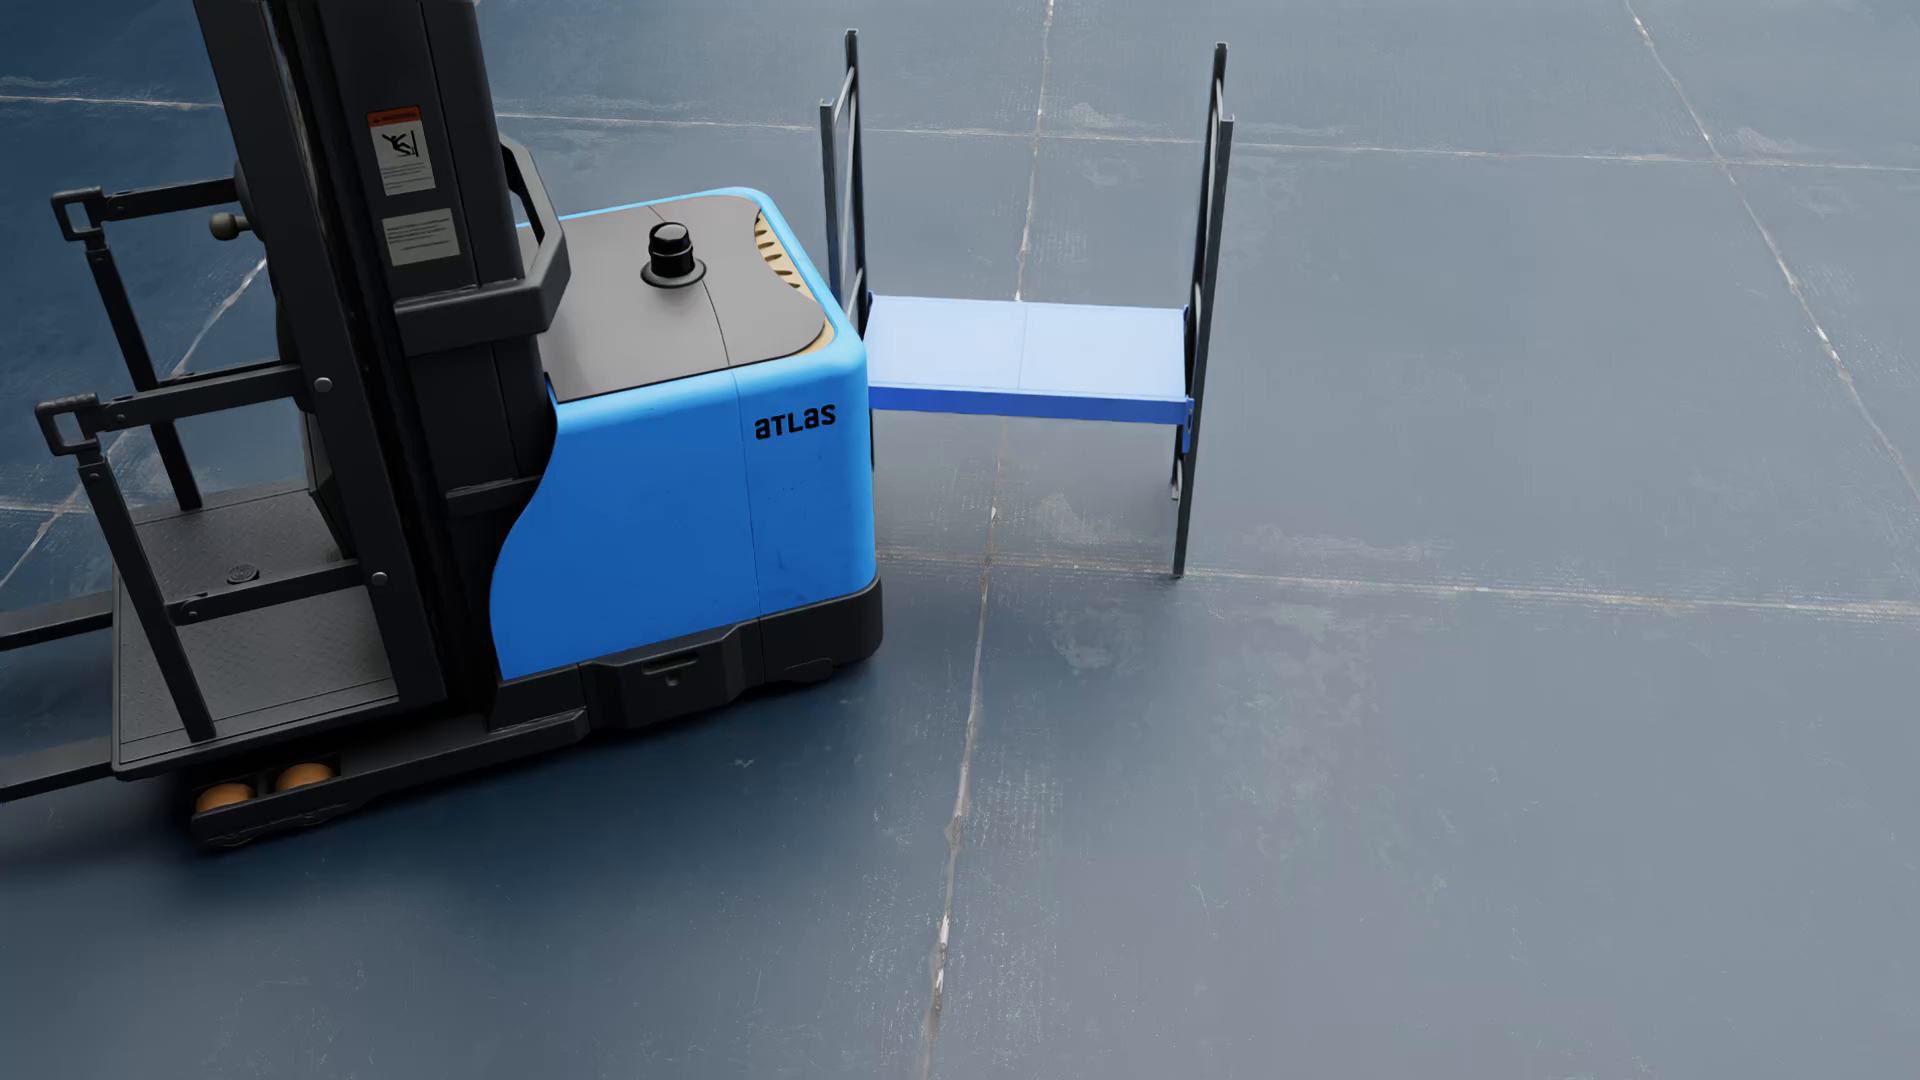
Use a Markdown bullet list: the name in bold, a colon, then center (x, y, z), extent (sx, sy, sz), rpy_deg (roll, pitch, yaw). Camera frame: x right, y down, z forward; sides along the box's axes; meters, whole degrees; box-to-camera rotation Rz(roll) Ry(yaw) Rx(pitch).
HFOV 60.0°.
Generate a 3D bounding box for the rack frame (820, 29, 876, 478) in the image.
- **rack frame**: center (-0.321, -0.681, 4.898), extent (0.032, 1.500, 0.500), rpy_deg (3, 39, 4)

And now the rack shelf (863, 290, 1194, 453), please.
- **rack shelf**: center (0.186, -0.513, 4.977), extent (1.000, 0.185, 0.538), rpy_deg (3, 39, 4)

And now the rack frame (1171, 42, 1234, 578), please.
- **rack frame**: center (0.692, -0.623, 4.828), extent (0.032, 1.500, 0.500), rpy_deg (3, 39, 4)

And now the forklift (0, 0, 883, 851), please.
- **forklift**: center (-1.792, -0.727, 3.821), extent (3.031, 2.935, 1.130), rpy_deg (-14, 41, -16)

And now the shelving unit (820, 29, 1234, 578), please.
- **shelving unit**: center (0.186, -0.652, 4.863), extent (1.048, 1.500, 0.538), rpy_deg (3, 39, 4)
